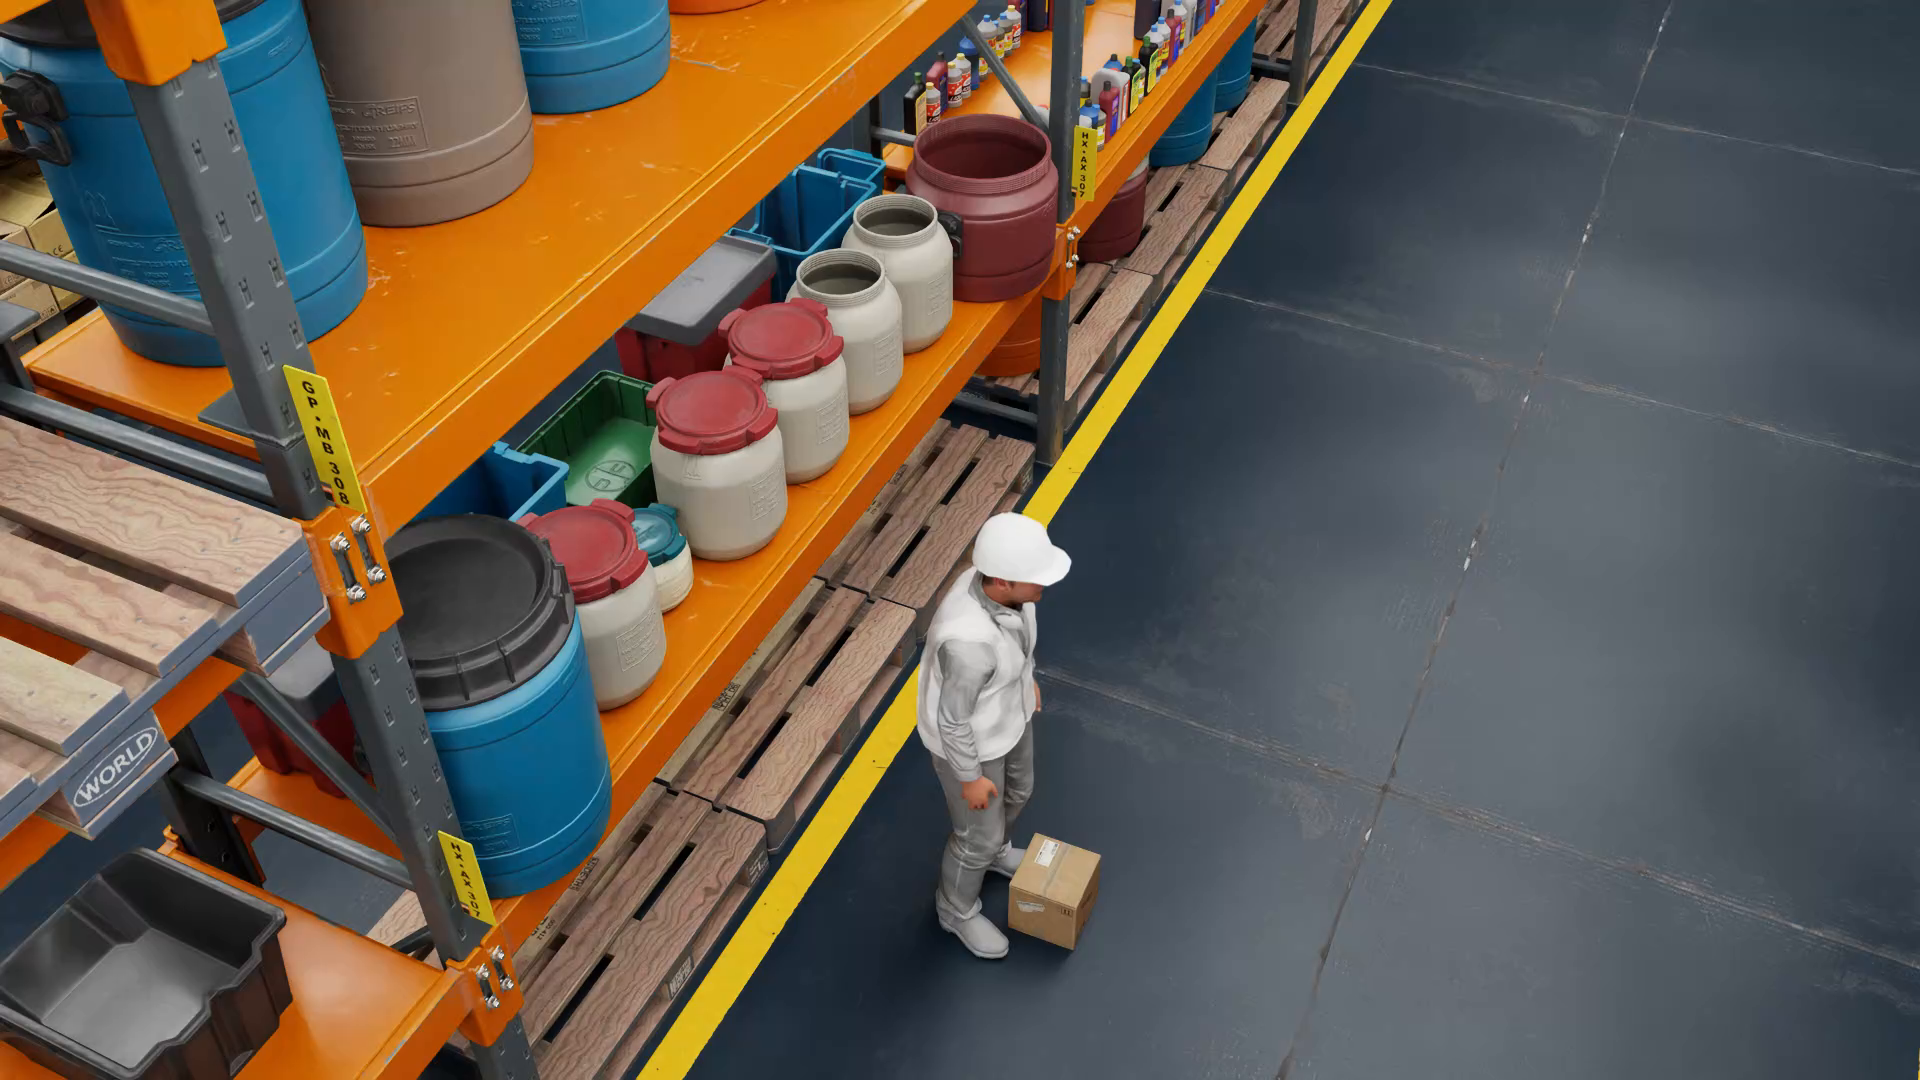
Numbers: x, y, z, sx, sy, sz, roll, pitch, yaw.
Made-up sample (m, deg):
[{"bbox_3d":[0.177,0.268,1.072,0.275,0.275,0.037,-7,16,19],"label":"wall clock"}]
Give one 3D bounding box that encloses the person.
[{"bbox_3d":[0.101,0.603,5.464,0.459,1.770,0.590,16,44,17],"label":"person"}]
